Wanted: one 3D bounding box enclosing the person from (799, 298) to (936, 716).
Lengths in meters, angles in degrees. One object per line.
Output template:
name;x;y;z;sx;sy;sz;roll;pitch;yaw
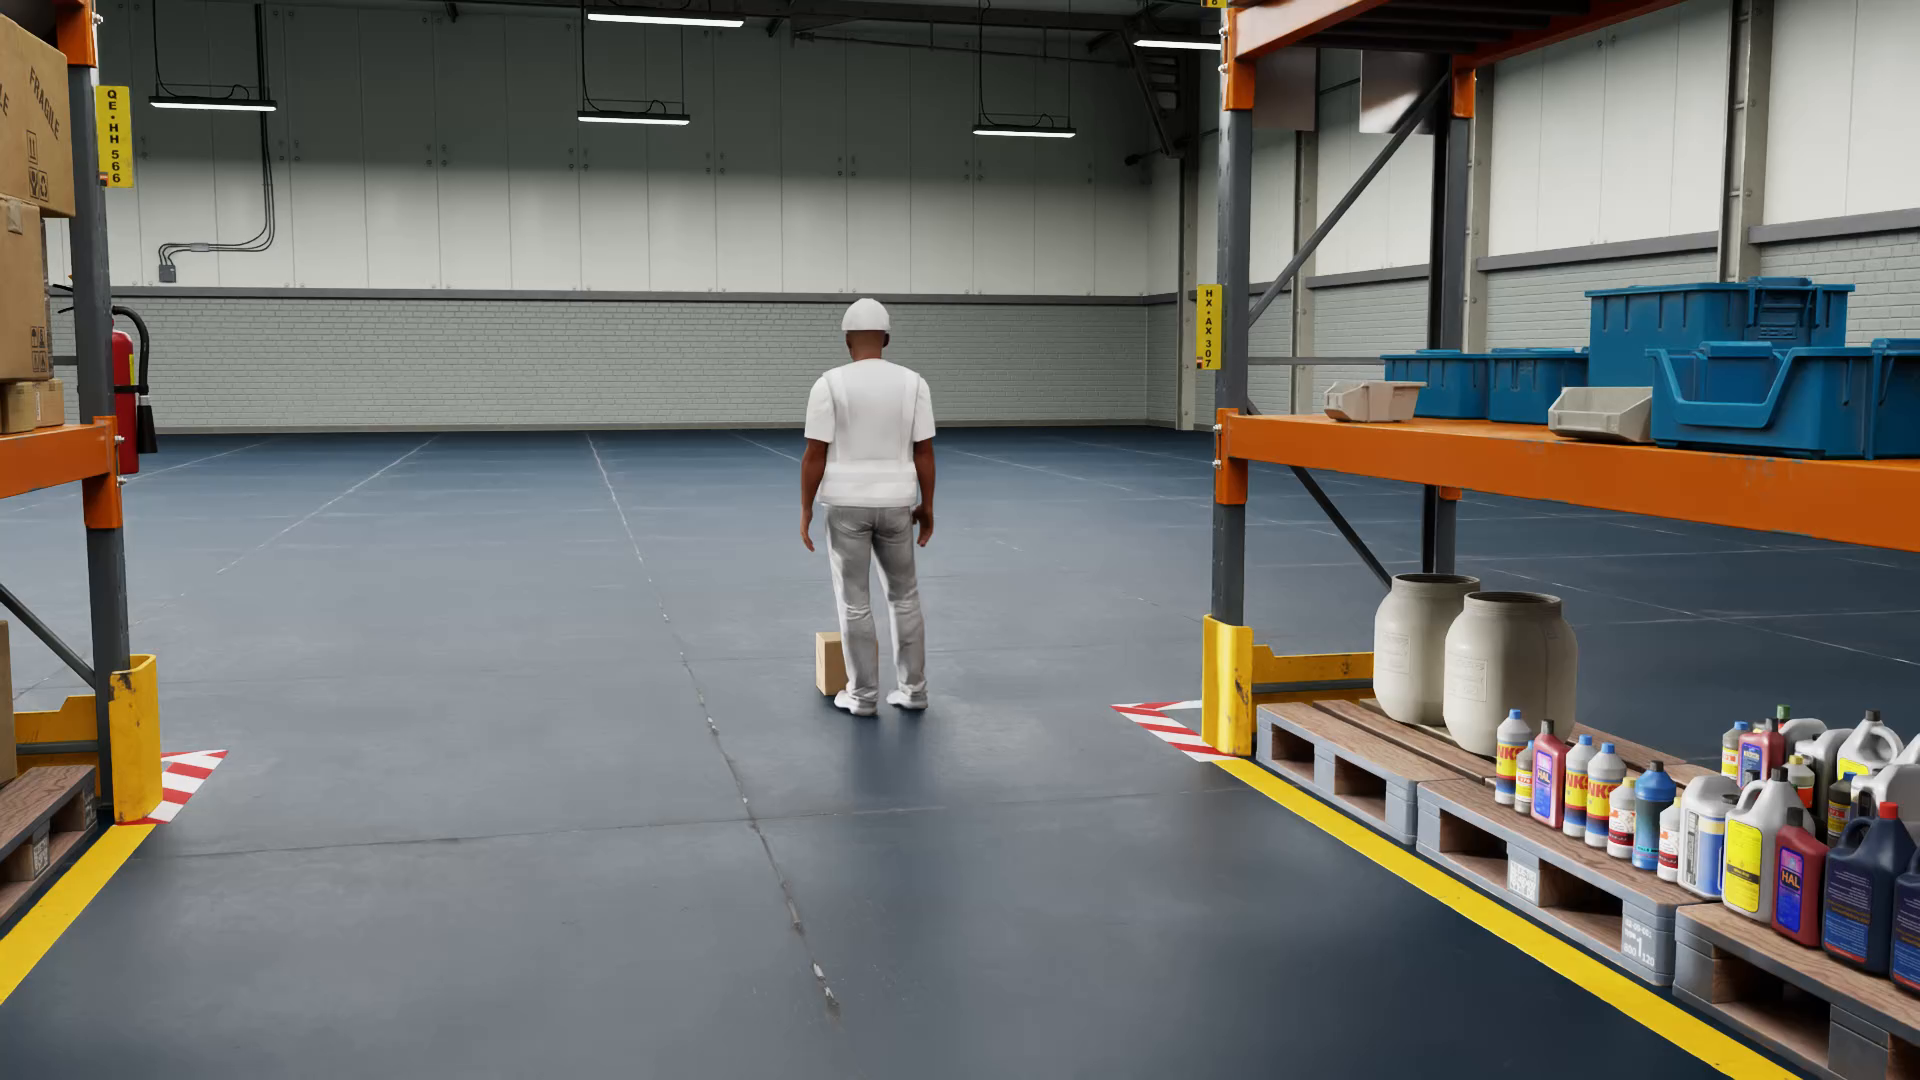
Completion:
person;-0.407;-0.139;7.138;0.588;1.775;0.407;-2;6;-19
